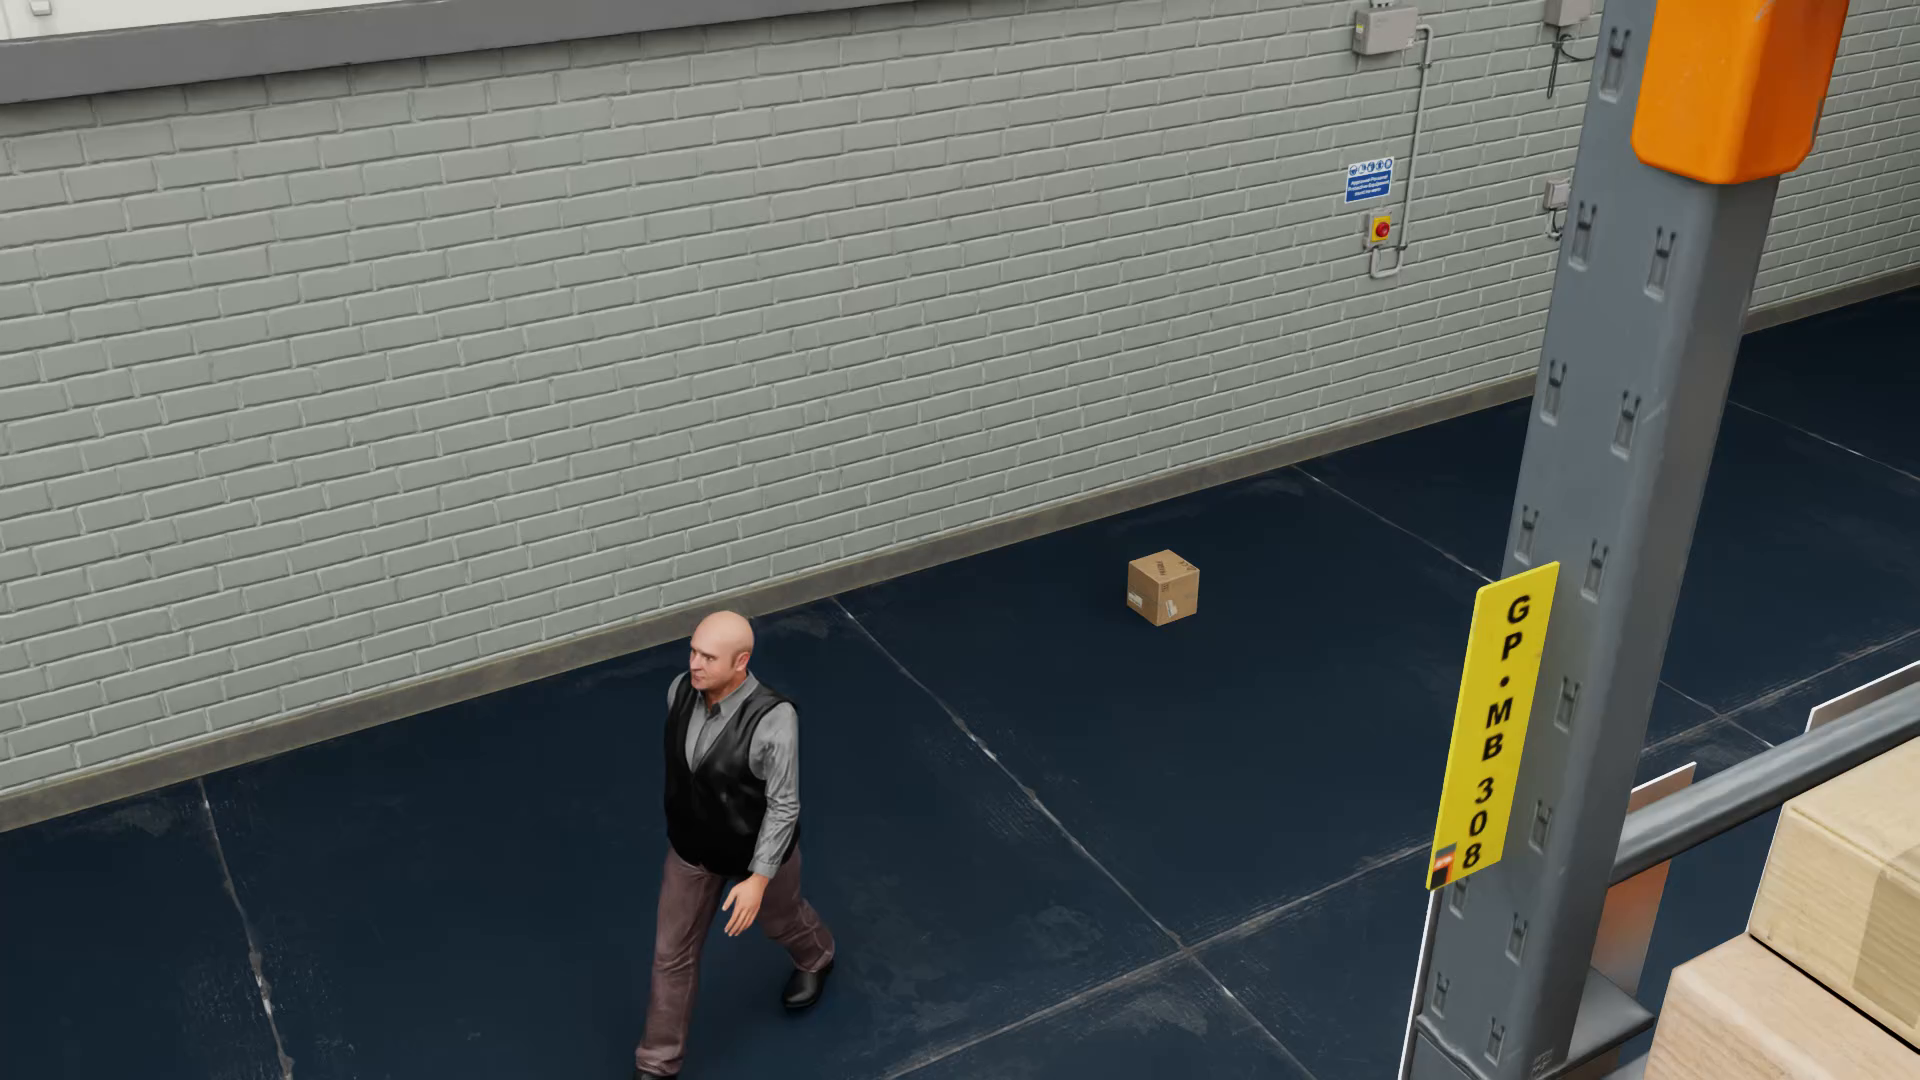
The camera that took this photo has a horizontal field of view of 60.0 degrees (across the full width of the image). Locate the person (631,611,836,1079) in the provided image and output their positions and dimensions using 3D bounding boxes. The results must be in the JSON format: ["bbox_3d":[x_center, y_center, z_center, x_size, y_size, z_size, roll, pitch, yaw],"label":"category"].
[{"bbox_3d":[-0.761,1.010,5.306,0.548,1.667,1.021,15,32,25],"label":"person"}]
